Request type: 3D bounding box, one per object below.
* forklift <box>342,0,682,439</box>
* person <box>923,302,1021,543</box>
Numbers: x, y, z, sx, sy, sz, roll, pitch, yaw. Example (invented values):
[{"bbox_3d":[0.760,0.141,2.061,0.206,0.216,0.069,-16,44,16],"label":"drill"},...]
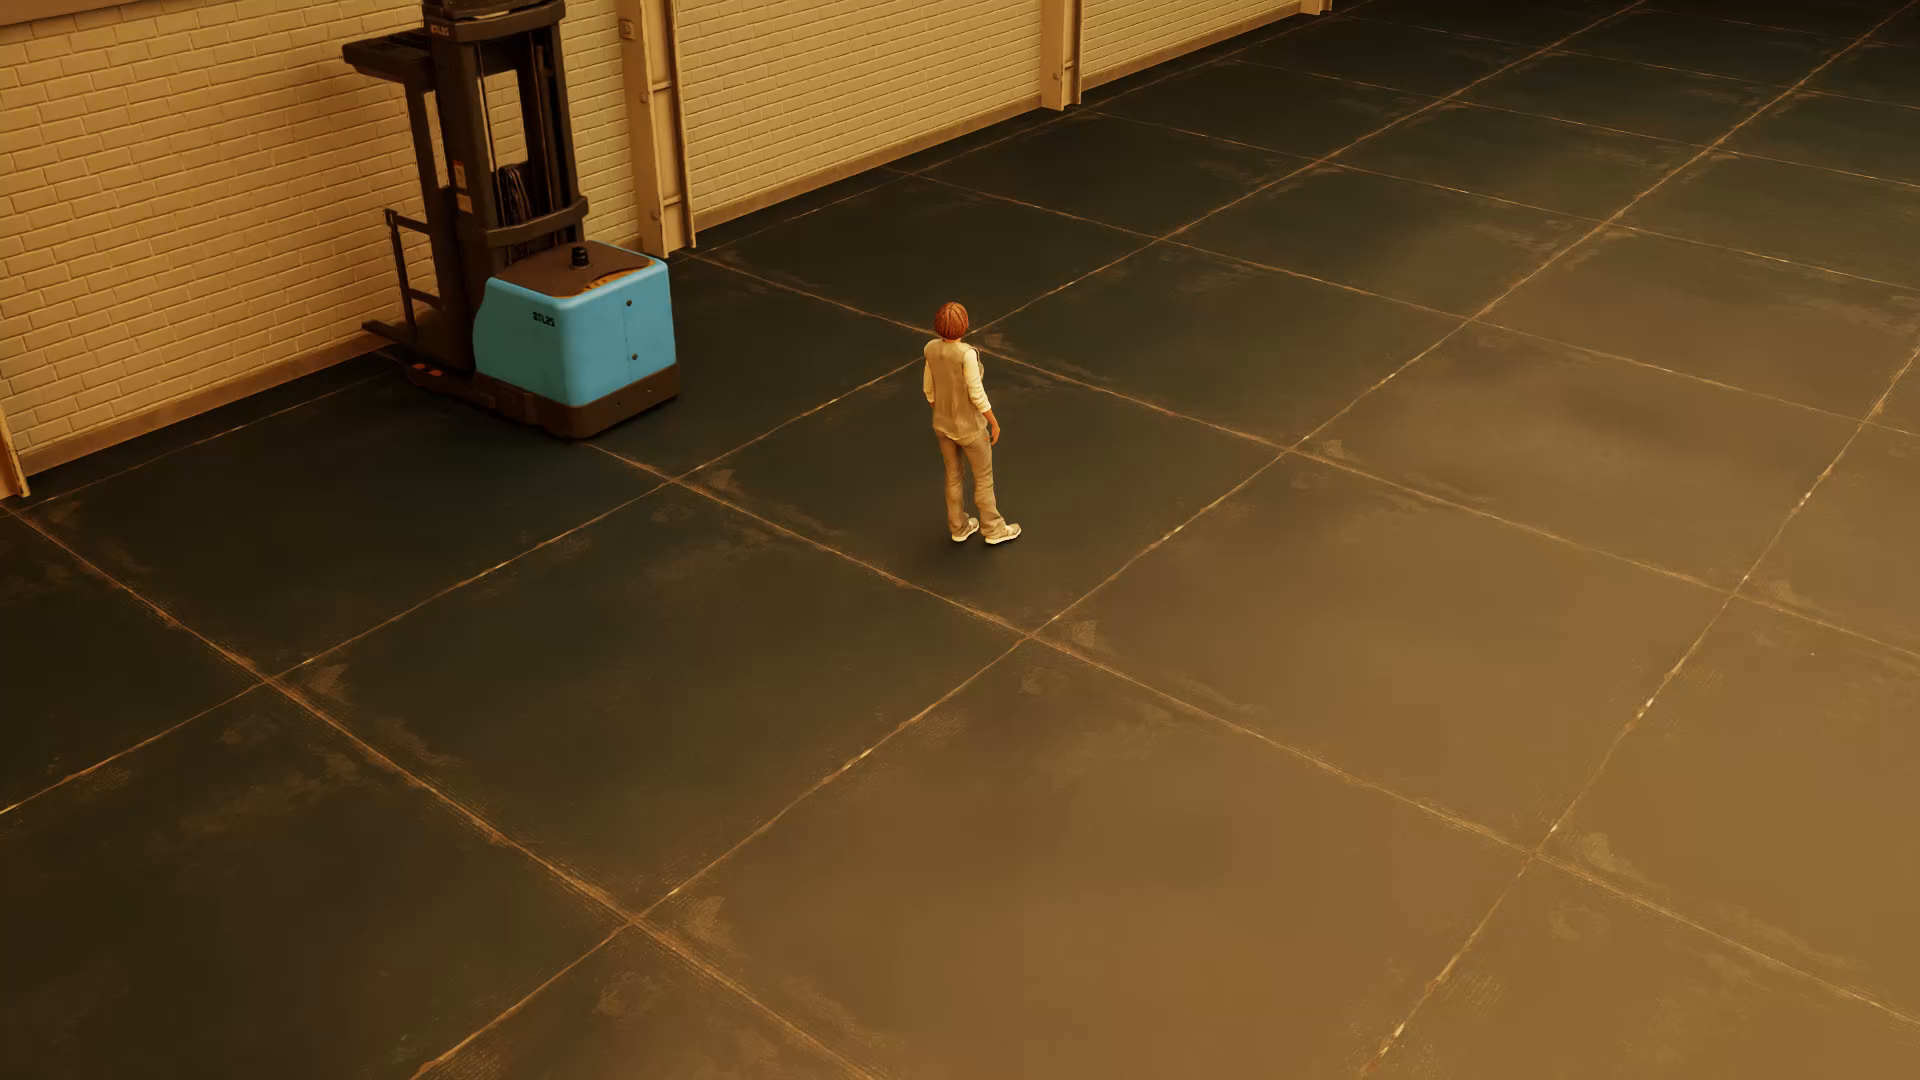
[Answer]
[{"bbox_3d":[-3.537,-2.556,11.970,3.031,2.935,1.130,20,36,31],"label":"forklift"},{"bbox_3d":[0.058,-0.721,10.136,0.521,1.599,0.473,22,37,33],"label":"person"}]
